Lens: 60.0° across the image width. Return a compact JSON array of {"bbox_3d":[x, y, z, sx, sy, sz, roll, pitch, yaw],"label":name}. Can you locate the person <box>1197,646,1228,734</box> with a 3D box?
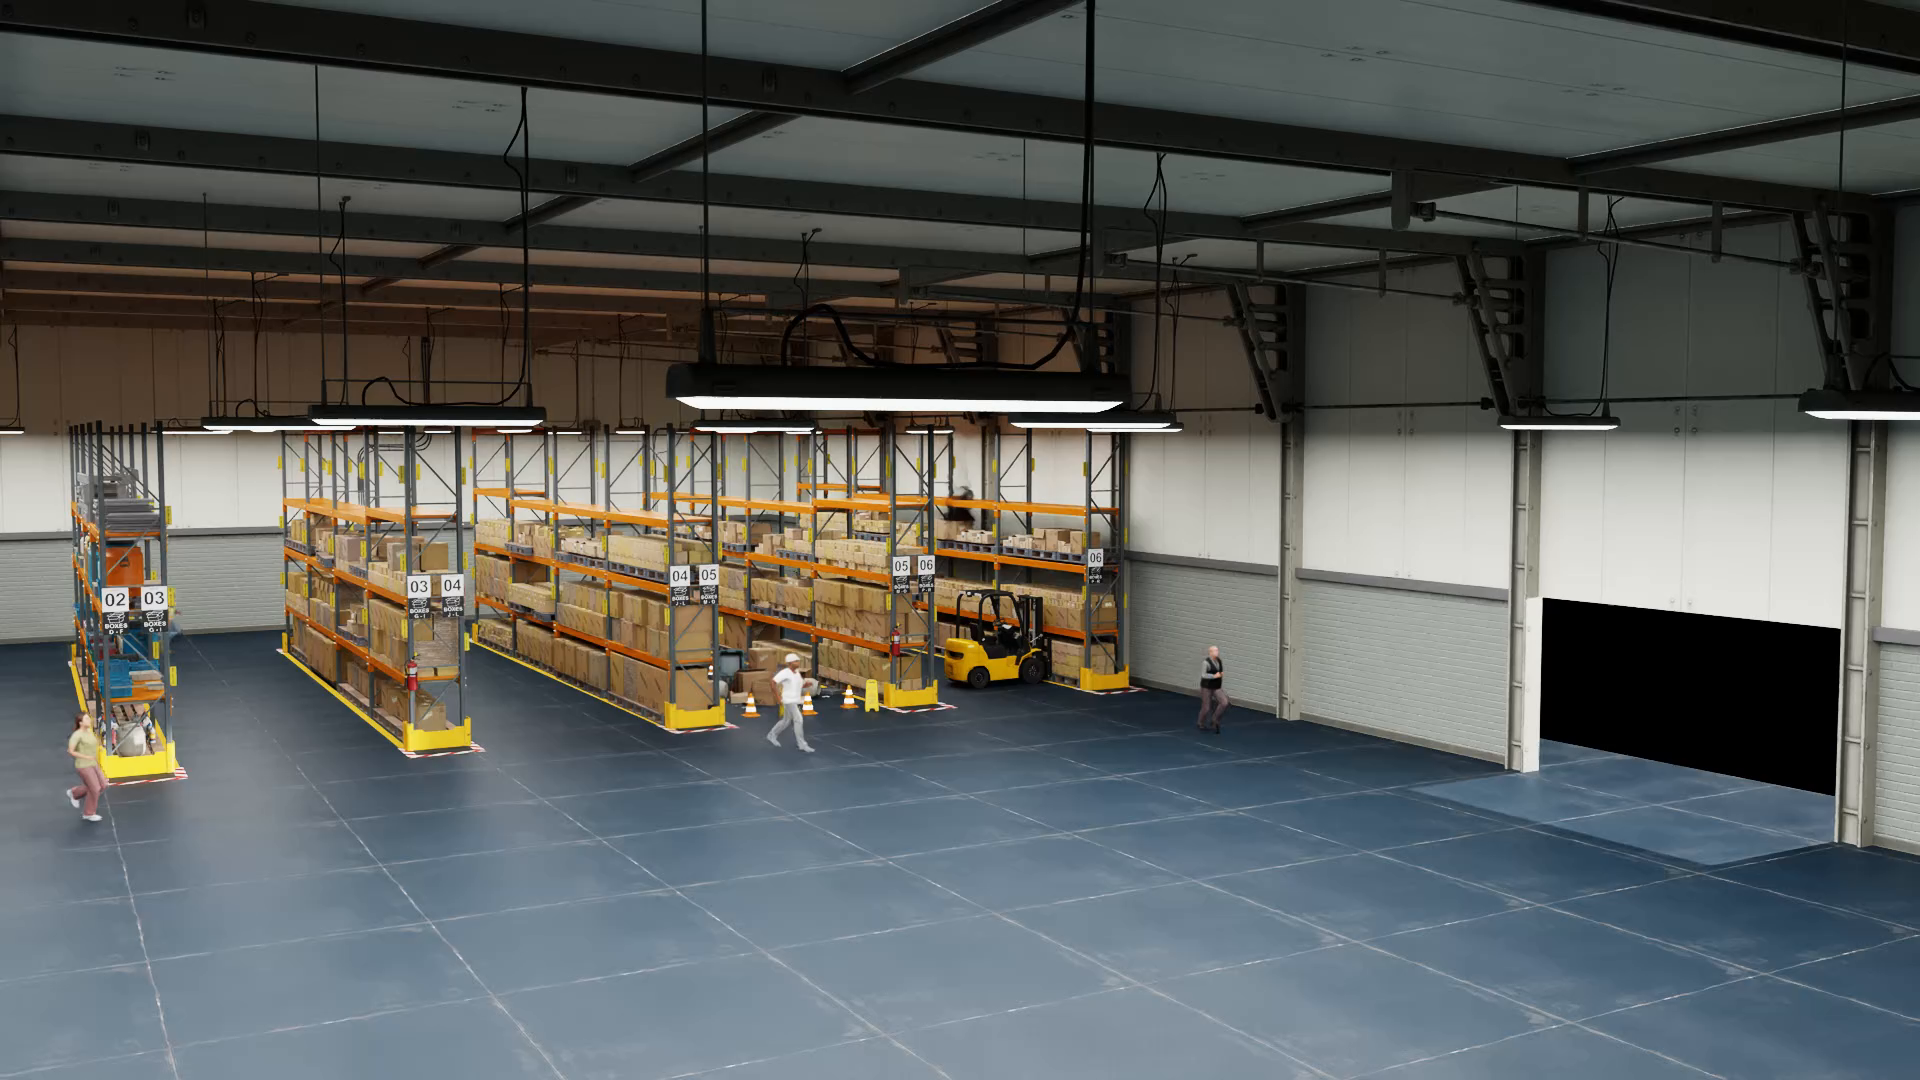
[{"bbox_3d":[4.862,2.882,32.075,0.682,1.710,0.807,-2,4,-35],"label":"person"}]

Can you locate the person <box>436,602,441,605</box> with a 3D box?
[{"bbox_3d":[-14.787,2.056,46.183,0.667,1.648,0.556,1,4,11],"label":"person"}]

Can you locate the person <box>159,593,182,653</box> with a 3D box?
[{"bbox_3d":[-21.003,2.131,44.203,0.560,1.718,0.705,-1,4,-21],"label":"person"}]

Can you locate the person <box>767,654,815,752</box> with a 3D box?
[{"bbox_3d":[-3.083,2.941,30.195,0.968,1.772,0.690,1,4,14],"label":"person"}]

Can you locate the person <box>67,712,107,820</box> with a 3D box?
[{"bbox_3d":[-13.111,3.378,24.864,0.568,1.625,0.620,0,4,-3],"label":"person"}]
